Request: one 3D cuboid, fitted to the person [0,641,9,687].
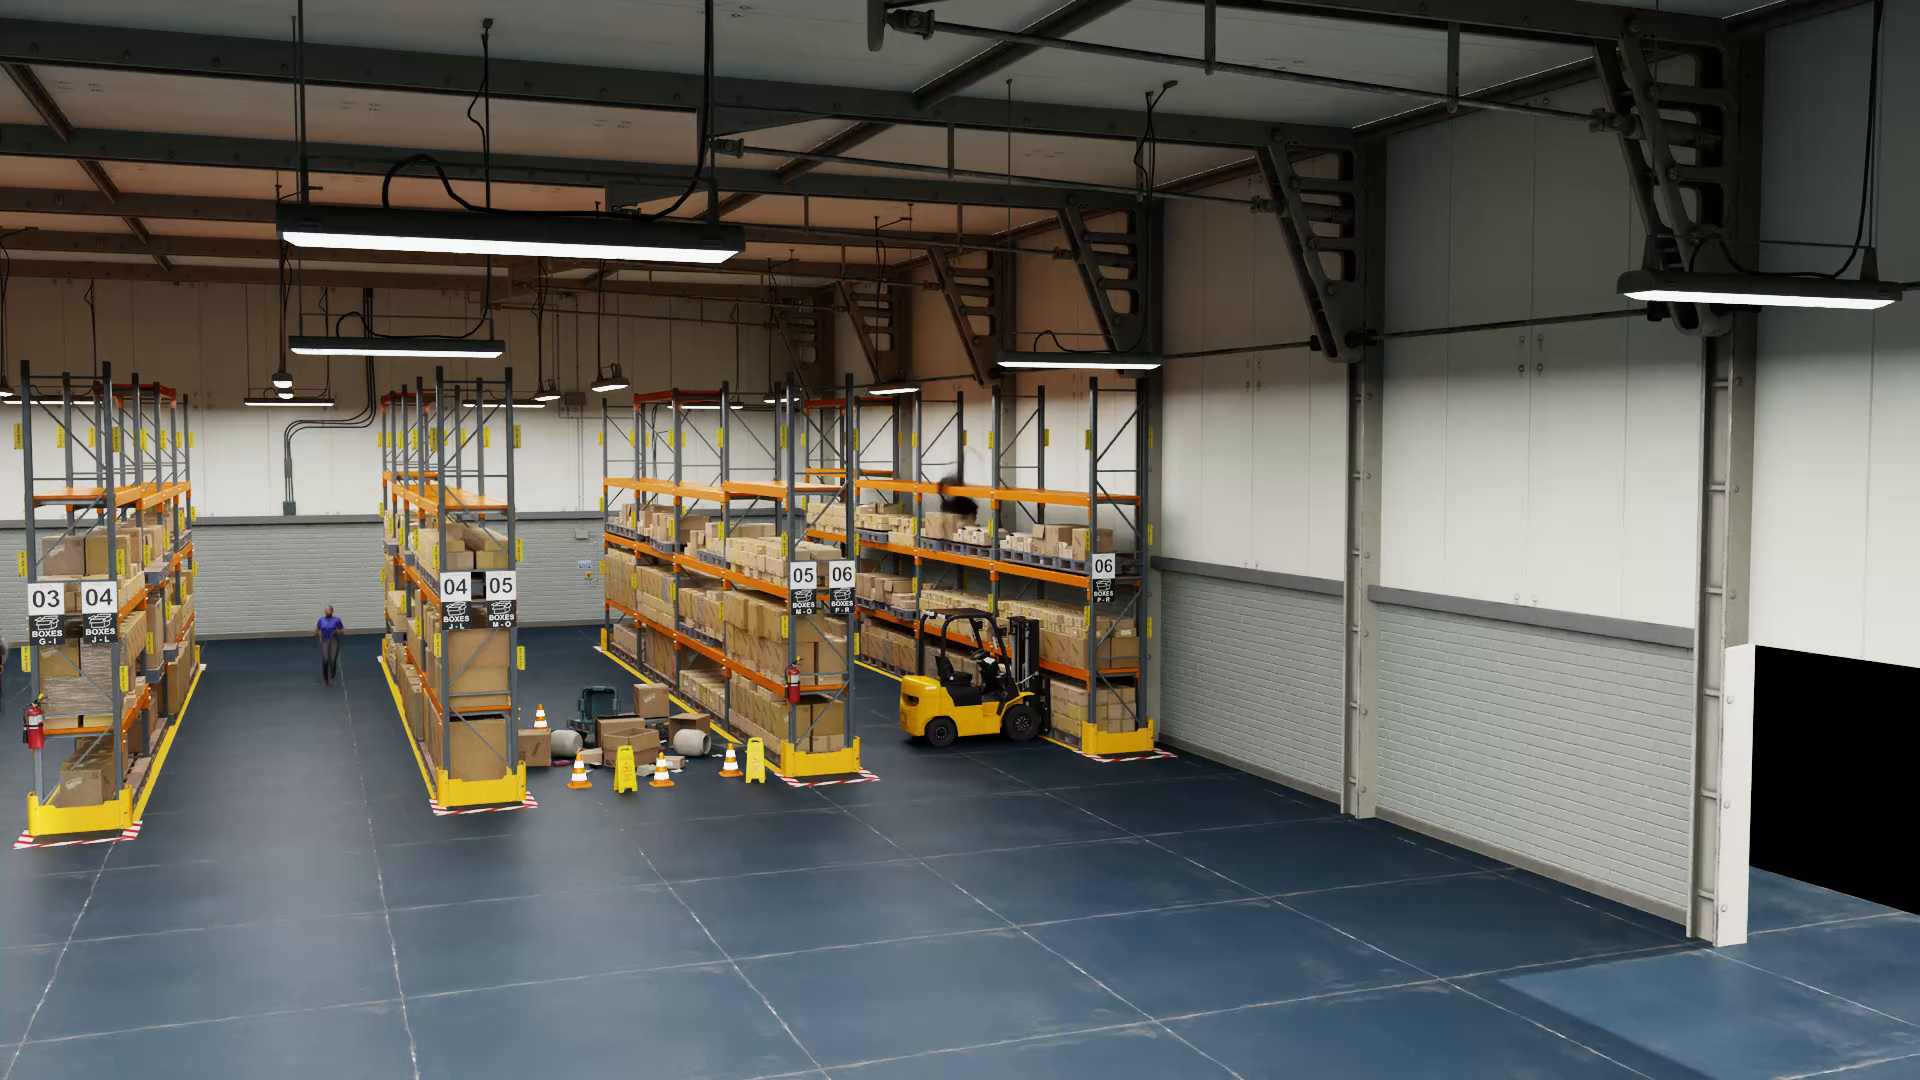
[{"bbox_3d":[-17.461,2.380,29.885,0.646,1.676,0.631,-2,4,-35],"label":"person"}]

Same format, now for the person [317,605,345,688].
[{"bbox_3d":[-12.783,2.167,33.782,0.546,1.709,0.725,-1,4,-18],"label":"person"}]
